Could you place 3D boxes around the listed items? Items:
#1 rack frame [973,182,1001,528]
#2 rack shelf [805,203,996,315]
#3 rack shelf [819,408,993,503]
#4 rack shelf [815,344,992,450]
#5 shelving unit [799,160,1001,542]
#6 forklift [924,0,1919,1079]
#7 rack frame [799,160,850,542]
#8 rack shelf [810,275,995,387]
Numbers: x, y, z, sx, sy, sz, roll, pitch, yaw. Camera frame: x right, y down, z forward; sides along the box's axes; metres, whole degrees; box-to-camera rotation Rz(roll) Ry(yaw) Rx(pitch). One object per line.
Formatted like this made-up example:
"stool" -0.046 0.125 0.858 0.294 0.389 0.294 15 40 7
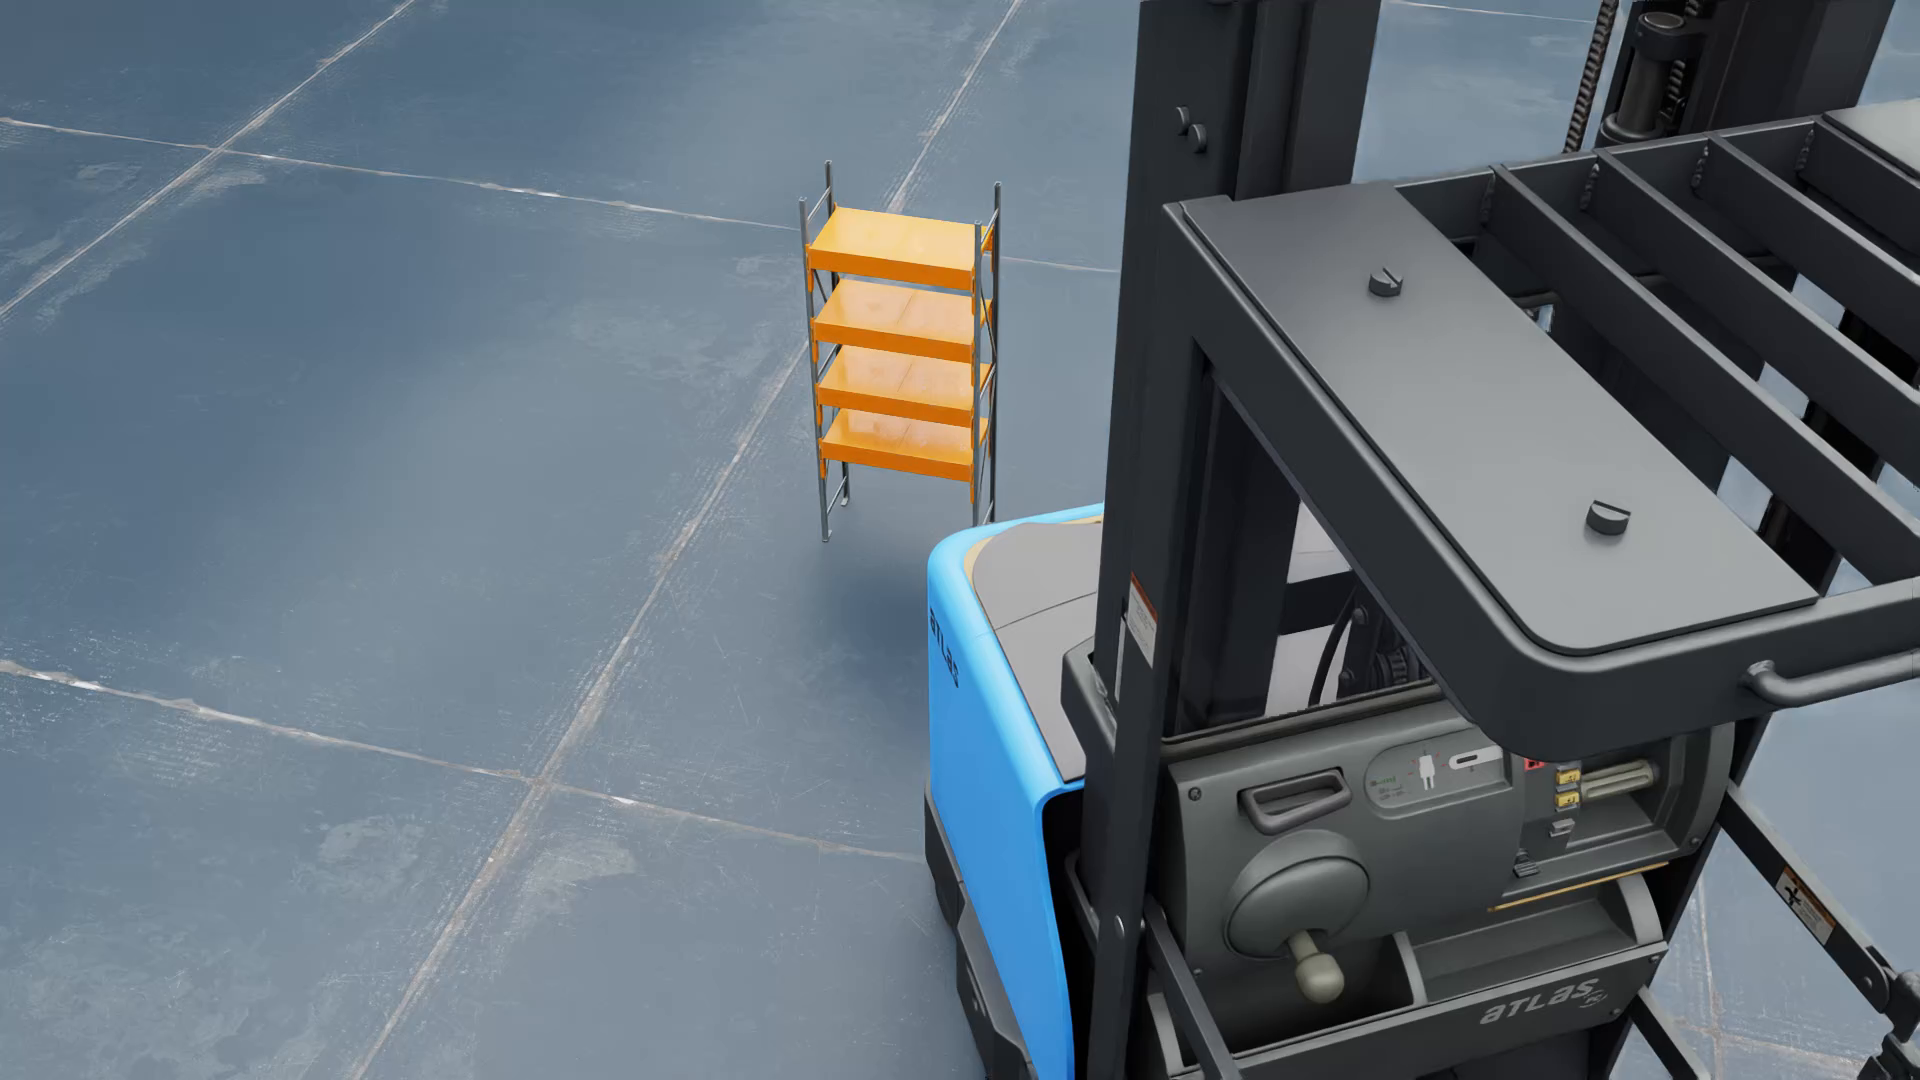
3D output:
"rack frame" 0.076 -0.446 4.849 0.015 1.200 0.240 10 41 11
"rack shelf" -0.160 -0.788 4.644 0.480 0.148 0.258 10 41 11
"rack shelf" -0.160 -0.283 5.068 0.480 0.148 0.258 10 41 11
"rack shelf" -0.160 -0.435 4.940 0.480 0.148 0.258 10 41 11
"shelving unit" -0.160 -0.487 4.897 0.503 1.200 0.258 10 41 11
"forklift" 0.827 0.506 2.368 1.130 2.935 3.031 -11 41 -13
"rack frame" -0.396 -0.528 4.945 0.015 1.200 0.240 10 41 11
"rack shelf" -0.160 -0.607 4.796 0.480 0.148 0.258 10 41 11
